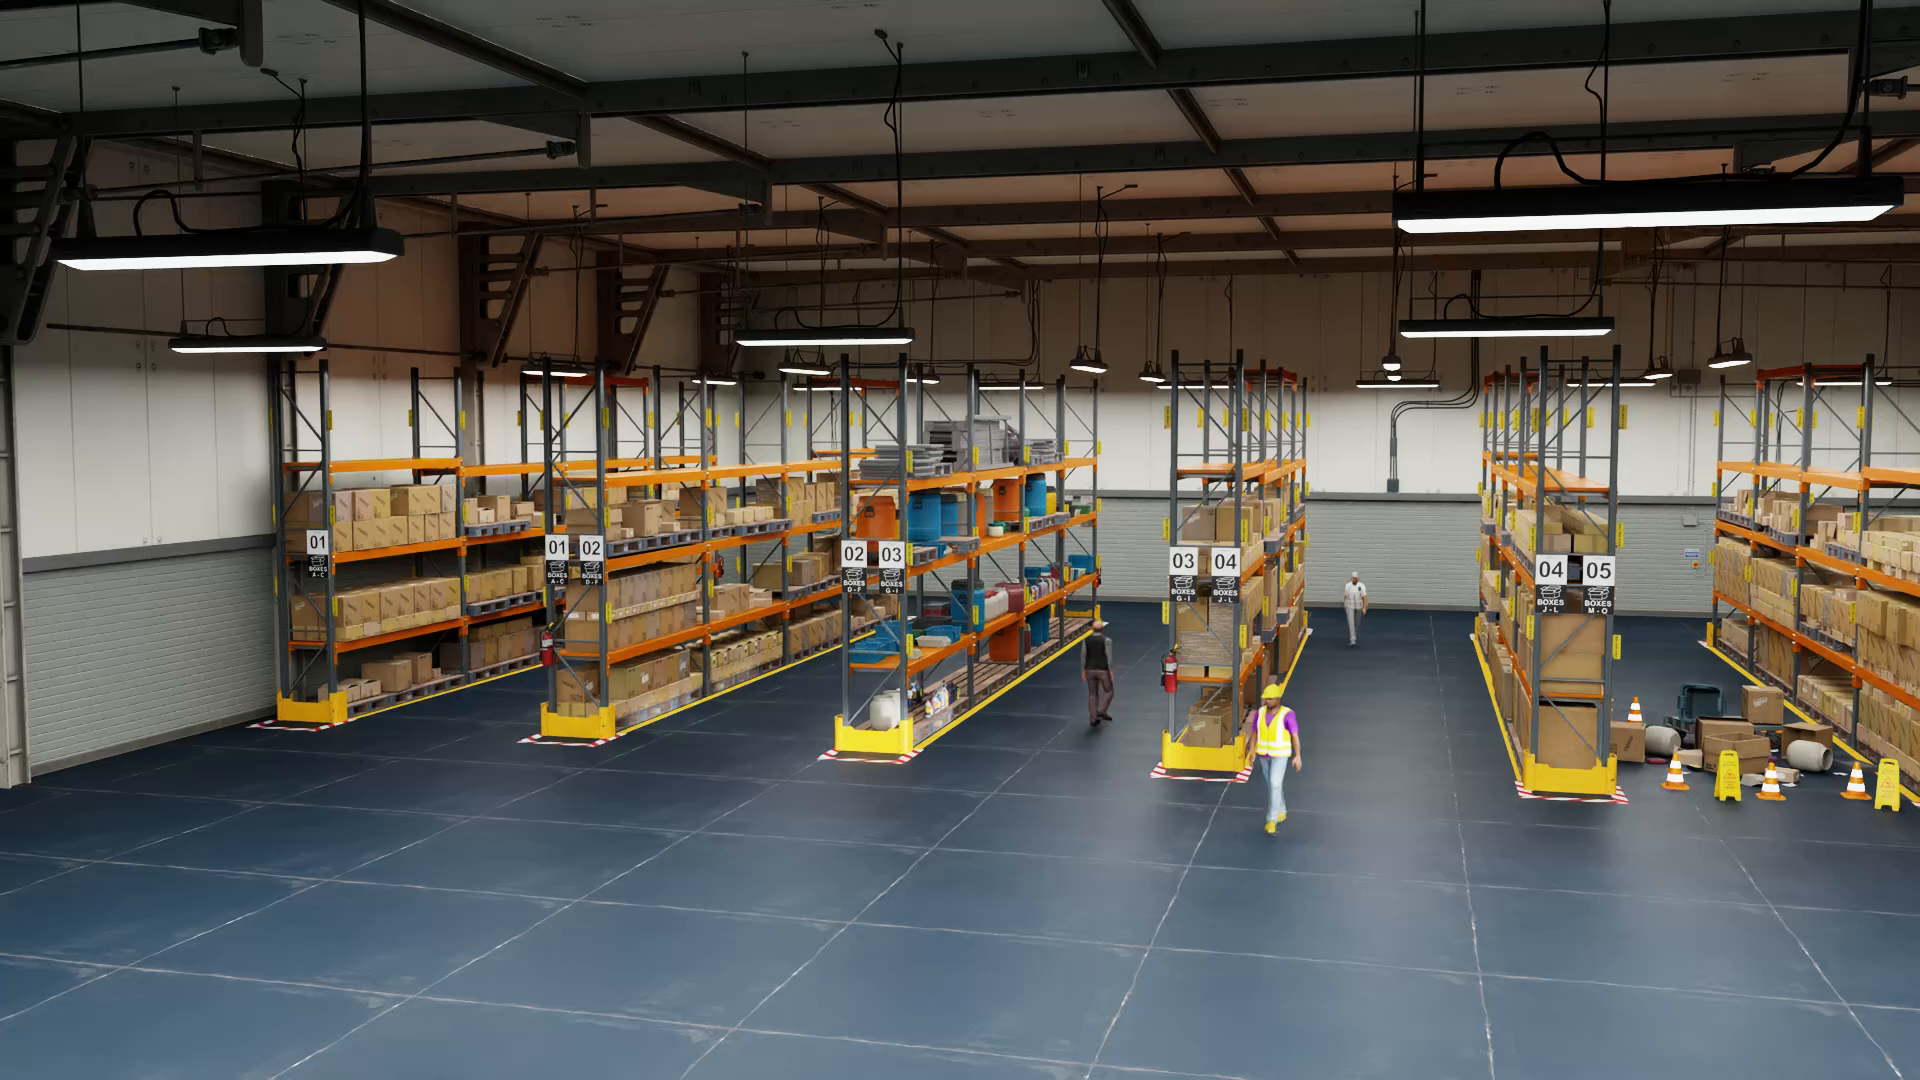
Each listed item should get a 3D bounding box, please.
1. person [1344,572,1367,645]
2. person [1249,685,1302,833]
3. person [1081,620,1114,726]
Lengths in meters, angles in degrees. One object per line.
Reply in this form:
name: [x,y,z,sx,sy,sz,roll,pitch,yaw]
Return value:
person: [8.849,1.513,37.202,0.477,1.596,1.069,0,4,0]
person: [3.806,2.643,20.403,0.611,1.726,0.894,4,6,42]
person: [2.253,2.175,27.309,0.566,1.712,0.478,2,5,25]
